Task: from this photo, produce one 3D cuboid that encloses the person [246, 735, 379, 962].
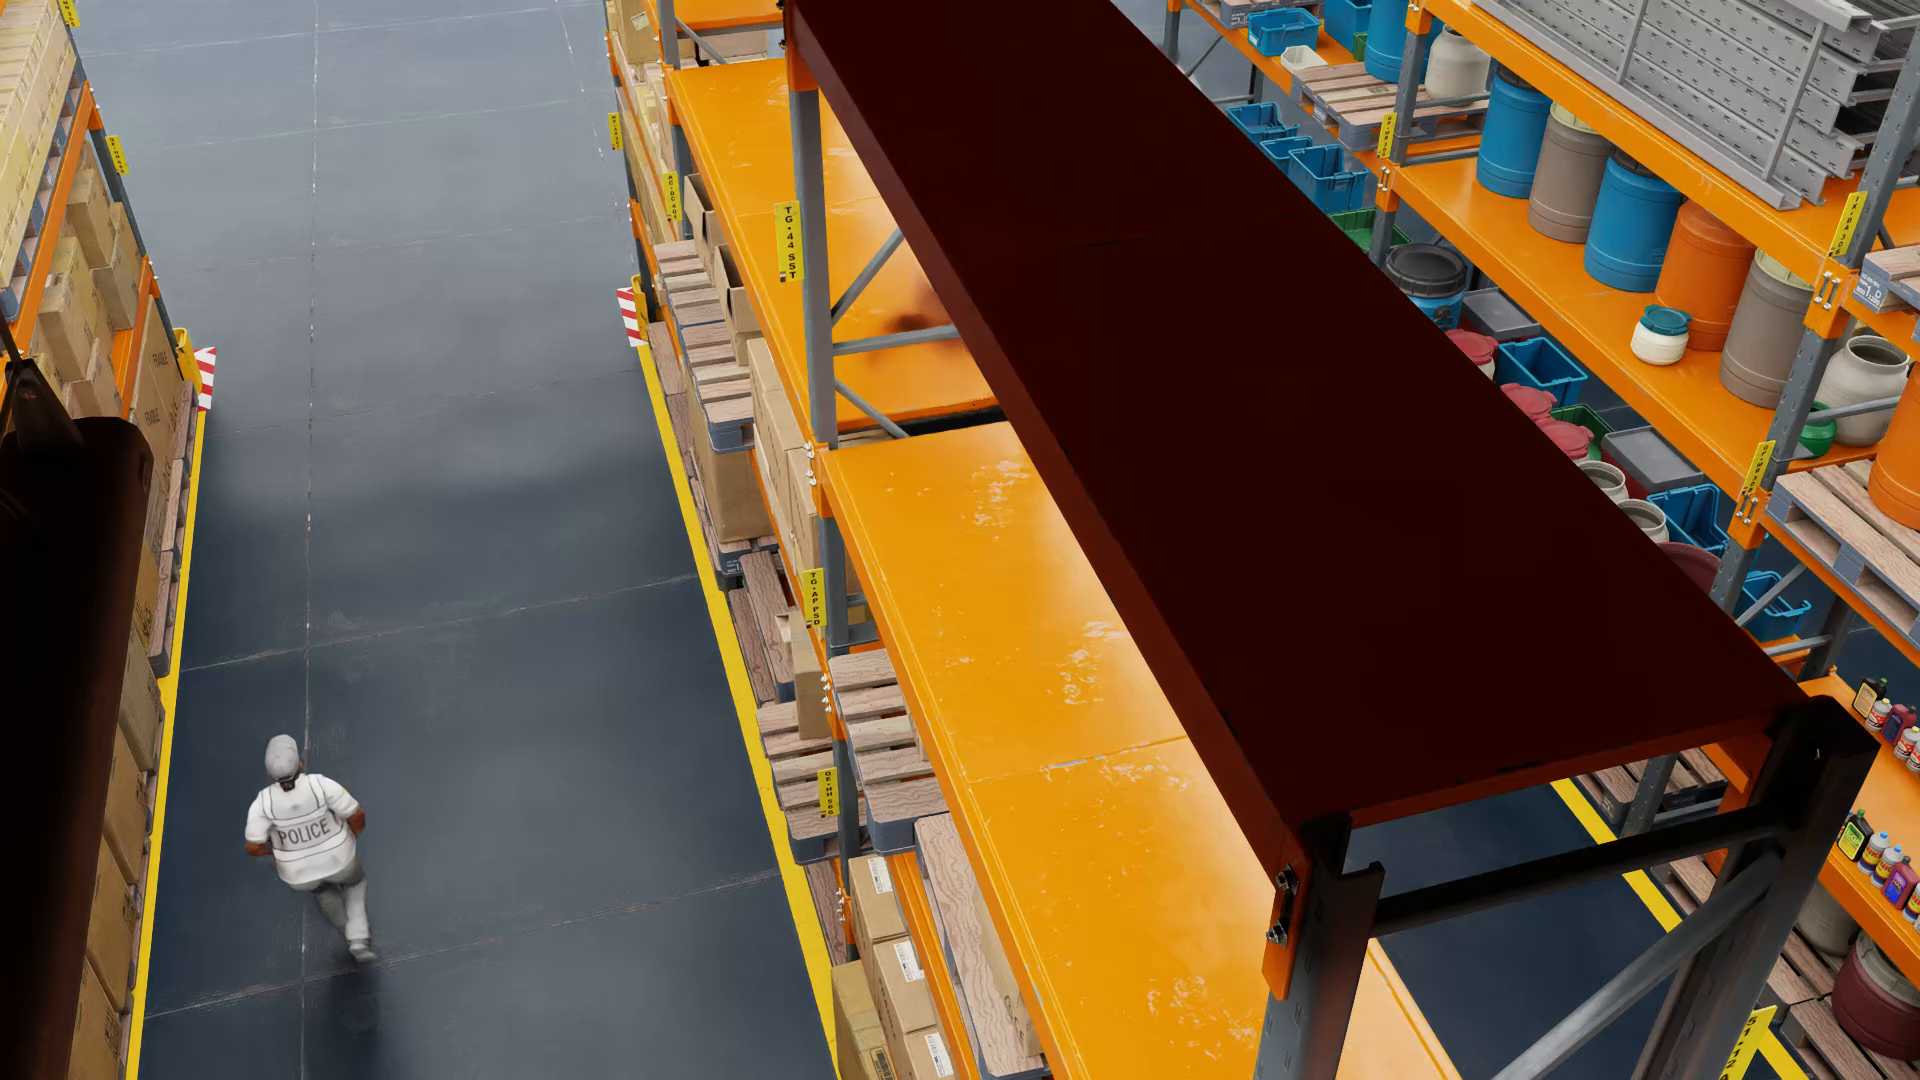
[{"bbox_3d":[-3.571,1.805,9.263,0.626,1.639,0.637,-15,41,-18],"label":"person"}]
